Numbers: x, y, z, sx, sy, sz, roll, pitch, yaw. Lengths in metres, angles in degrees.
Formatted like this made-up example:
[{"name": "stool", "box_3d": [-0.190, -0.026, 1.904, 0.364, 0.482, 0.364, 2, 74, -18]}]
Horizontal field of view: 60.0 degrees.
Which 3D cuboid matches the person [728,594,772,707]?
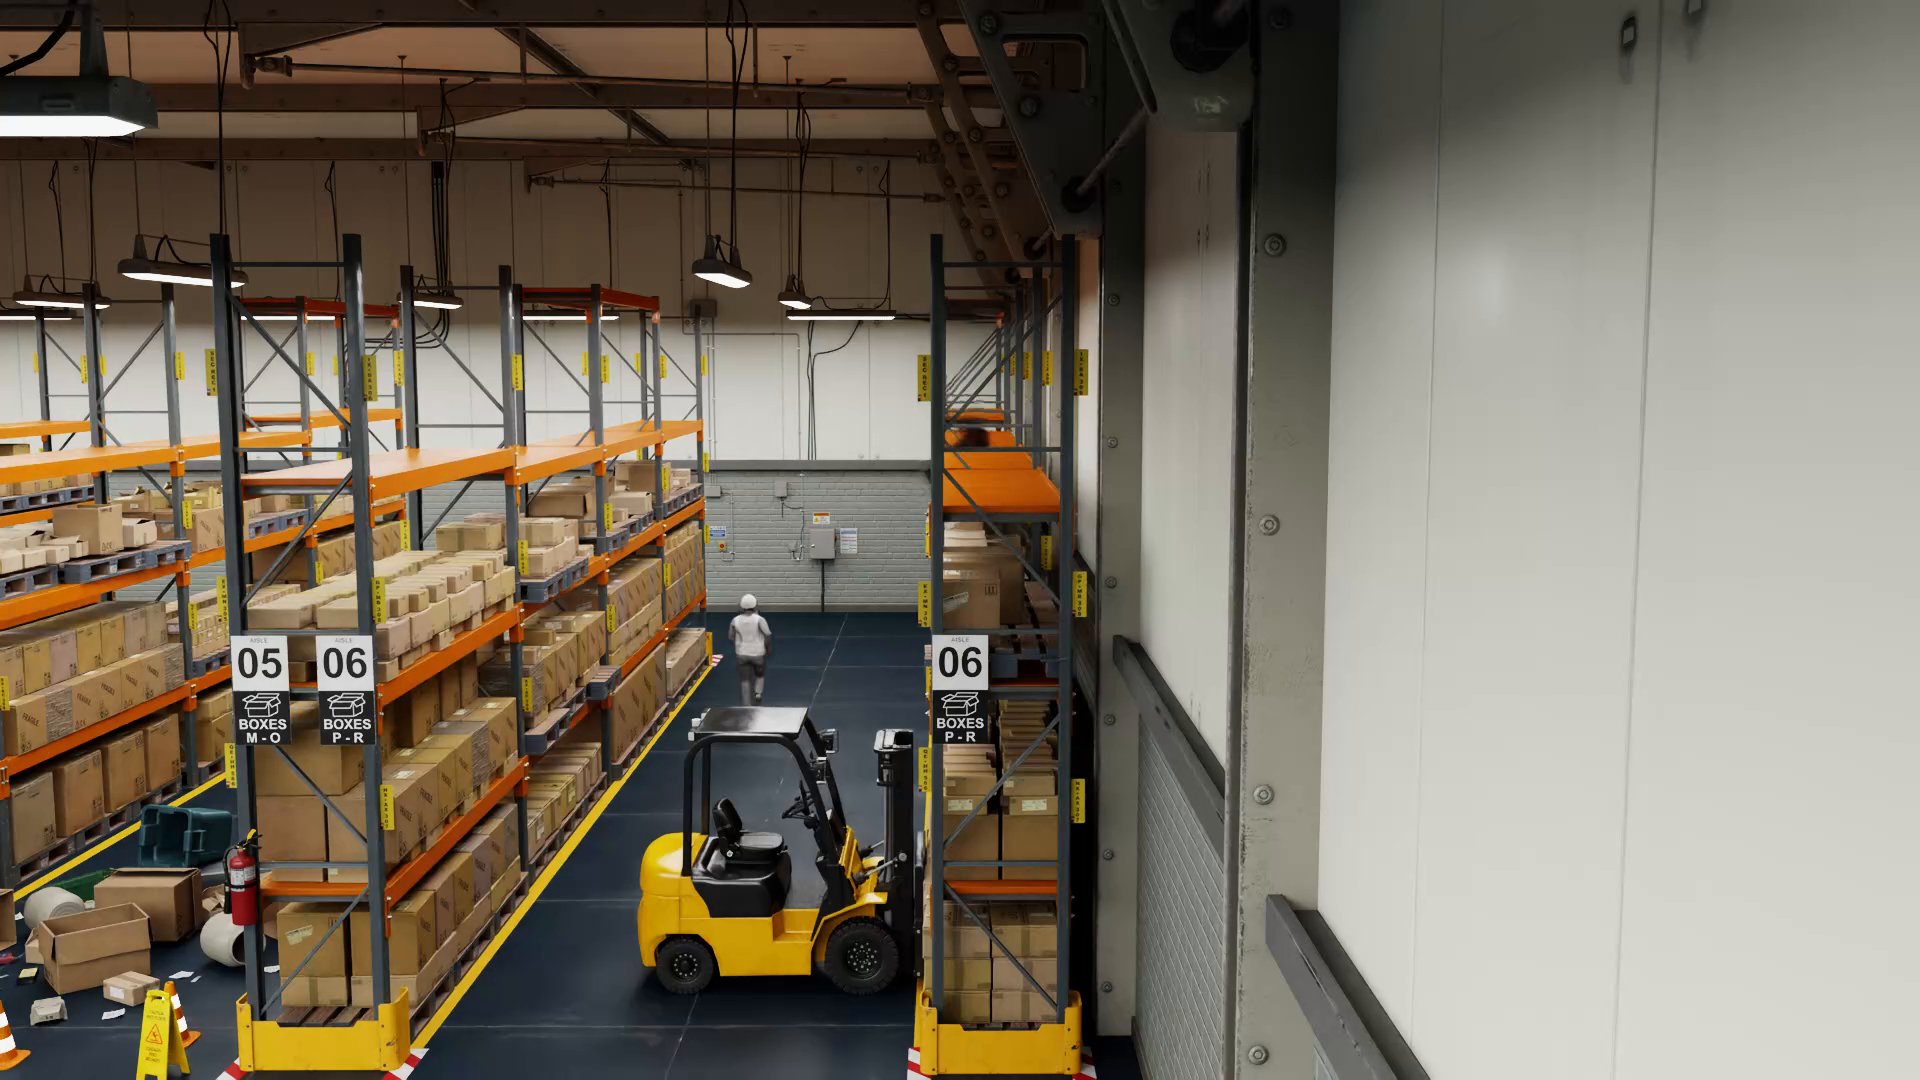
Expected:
[{"name": "person", "box_3d": [-3.022, 1.635, 24.093, 0.648, 1.730, 0.619, 0, 6, 0]}]
